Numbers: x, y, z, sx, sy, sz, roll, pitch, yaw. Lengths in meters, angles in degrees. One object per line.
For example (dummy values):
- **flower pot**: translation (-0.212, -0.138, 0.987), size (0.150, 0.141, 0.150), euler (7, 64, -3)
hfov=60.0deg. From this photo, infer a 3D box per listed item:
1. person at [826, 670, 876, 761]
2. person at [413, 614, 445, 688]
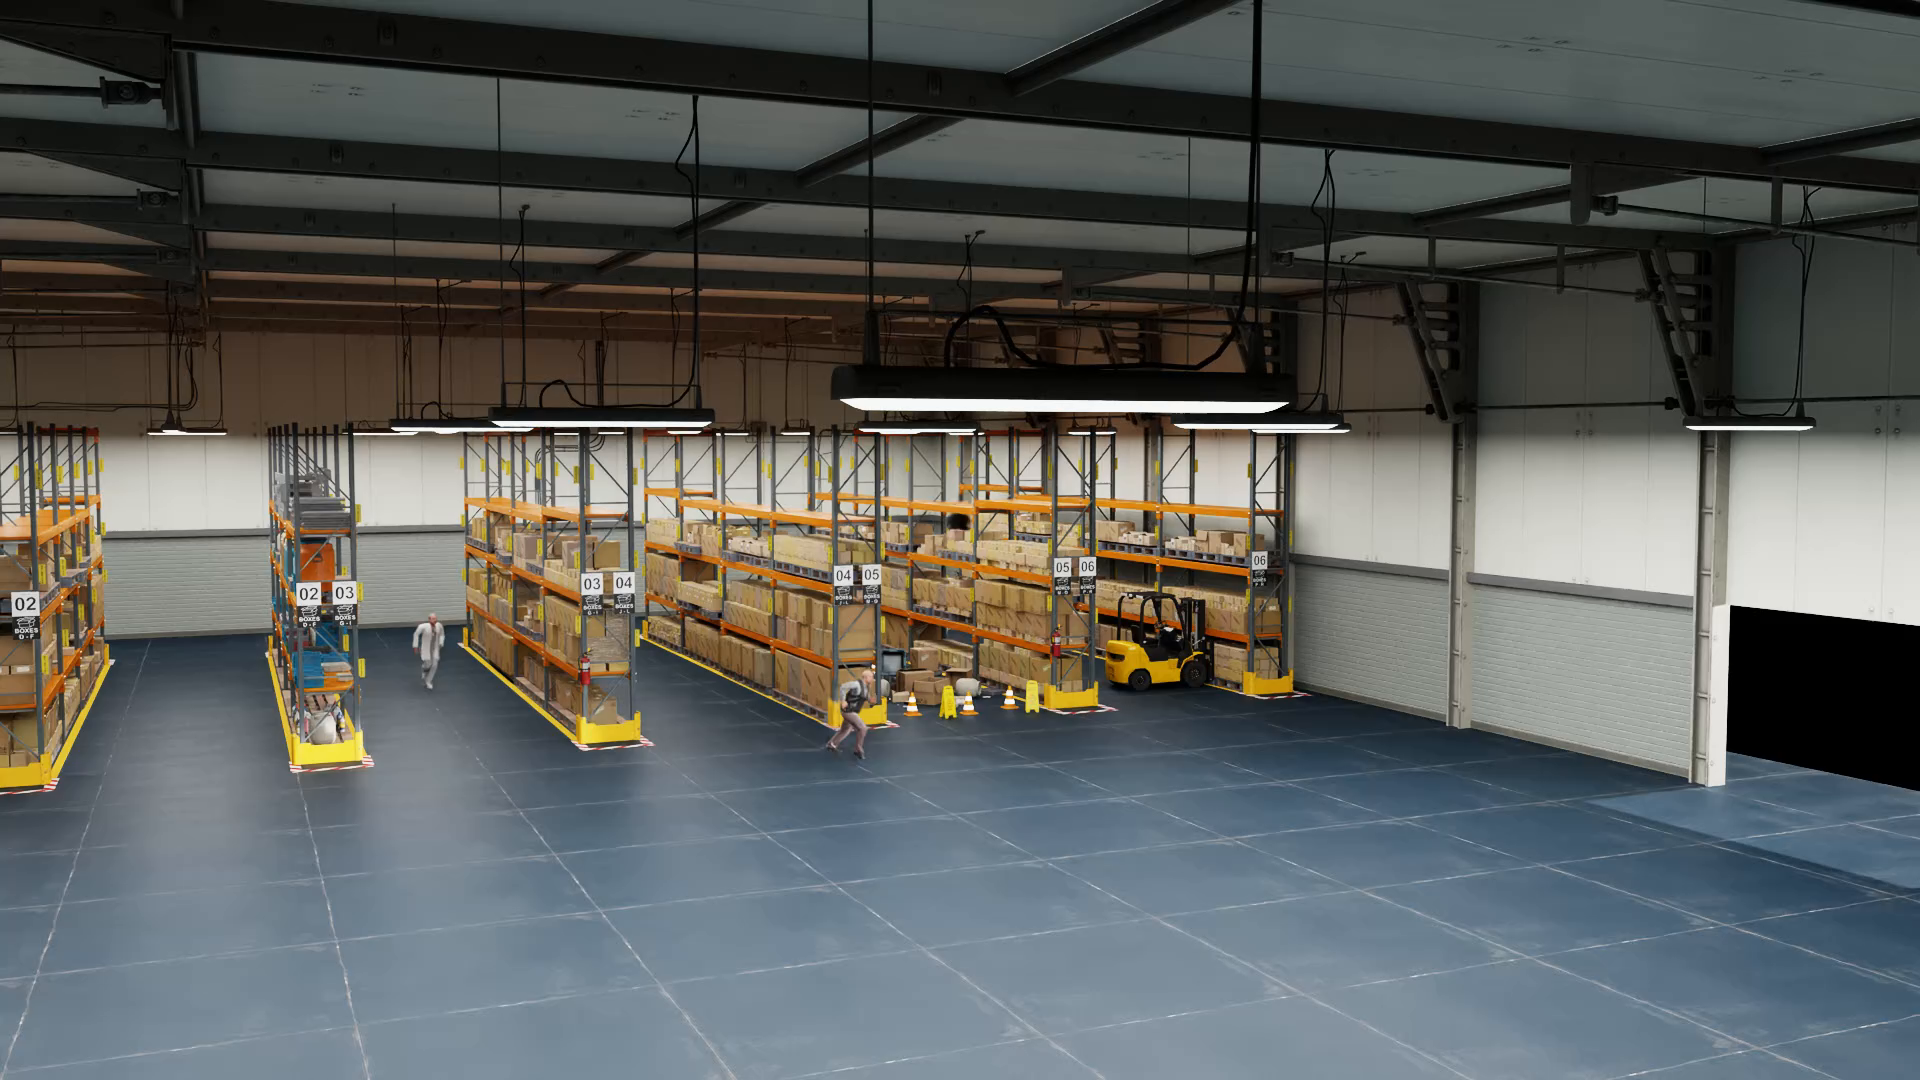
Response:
- **person**: translation (-1.963, 3.130, 29.626), size (0.993, 1.670, 0.697), euler (1, 4, 23)
- **person**: translation (-12.226, 2.535, 38.278), size (0.721, 1.712, 0.704), euler (-3, 5, -41)
